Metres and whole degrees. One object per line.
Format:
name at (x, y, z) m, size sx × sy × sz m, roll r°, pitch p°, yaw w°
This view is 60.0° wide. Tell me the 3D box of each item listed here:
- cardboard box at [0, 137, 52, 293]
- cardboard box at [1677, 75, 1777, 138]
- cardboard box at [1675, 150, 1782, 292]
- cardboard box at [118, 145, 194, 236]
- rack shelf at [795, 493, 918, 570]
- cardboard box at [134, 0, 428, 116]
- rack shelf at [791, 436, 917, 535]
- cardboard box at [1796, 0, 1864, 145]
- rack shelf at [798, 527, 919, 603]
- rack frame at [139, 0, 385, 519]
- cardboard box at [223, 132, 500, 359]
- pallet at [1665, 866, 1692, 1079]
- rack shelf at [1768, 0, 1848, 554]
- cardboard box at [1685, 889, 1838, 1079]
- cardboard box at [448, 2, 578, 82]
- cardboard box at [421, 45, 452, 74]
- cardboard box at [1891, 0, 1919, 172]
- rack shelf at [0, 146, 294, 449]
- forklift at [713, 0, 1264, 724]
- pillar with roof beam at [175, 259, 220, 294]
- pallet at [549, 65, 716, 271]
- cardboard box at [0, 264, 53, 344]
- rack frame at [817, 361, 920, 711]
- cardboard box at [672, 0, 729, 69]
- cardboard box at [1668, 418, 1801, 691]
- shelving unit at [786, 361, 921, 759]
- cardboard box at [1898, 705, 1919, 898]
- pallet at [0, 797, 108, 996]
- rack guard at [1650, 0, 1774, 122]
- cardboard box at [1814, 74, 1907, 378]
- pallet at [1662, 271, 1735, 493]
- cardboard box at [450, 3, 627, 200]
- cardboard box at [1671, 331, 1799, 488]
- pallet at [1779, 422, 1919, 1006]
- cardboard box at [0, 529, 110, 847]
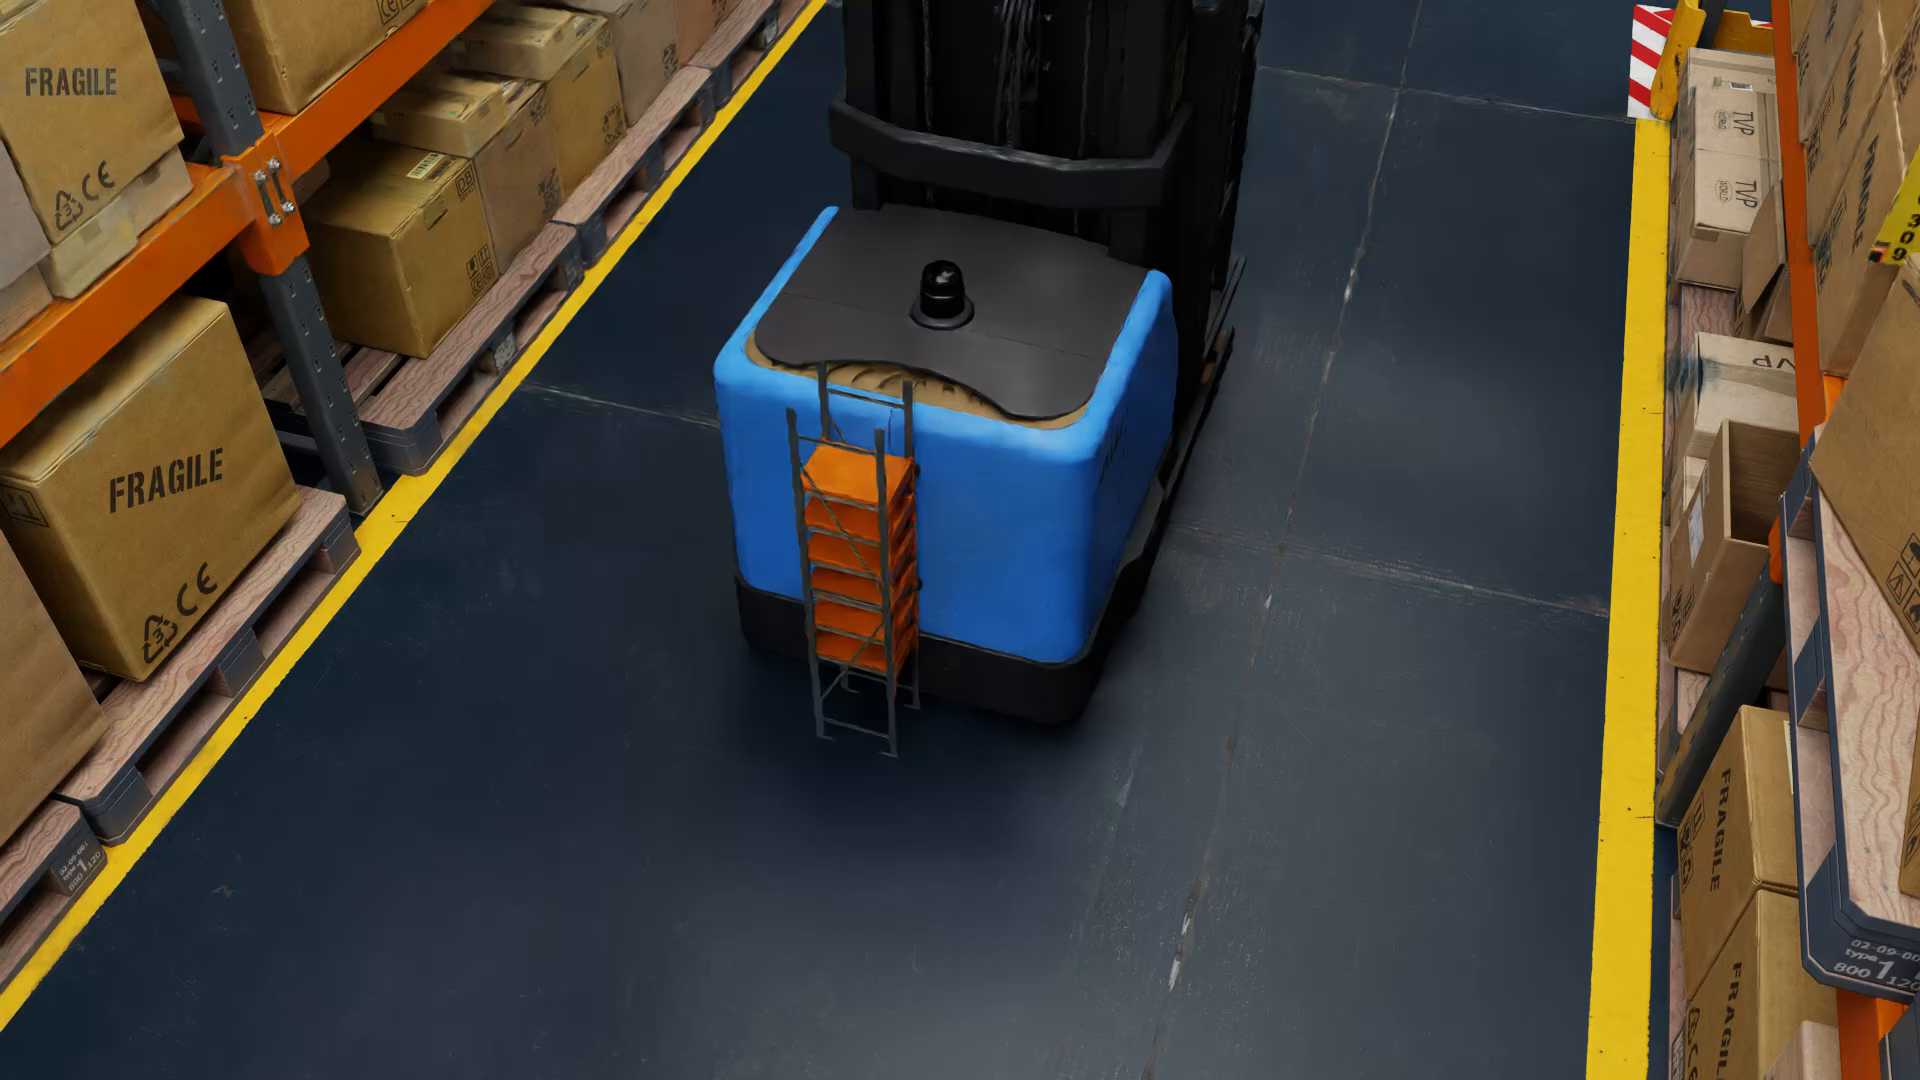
cardboard box at (-2.408, -0.733, 3.556) m, size 0.500 × 0.500 × 0.500 m, roll 13°, pitch 46°, yaw 13°
cardboard box at (3.040, -1.678, 6.531) m, size 0.380 × 0.166 × 0.250 m, roll 13°, pitch 46°, yaw 13°
cardboard box at (2.832, -1.112, 5.893) m, size 0.500 × 0.250 × 0.500 m, roll 13°, pitch 46°, yaw 13°
cardboard box at (-2.196, -0.919, 4.210) m, size 0.380 × 0.149 × 0.250 m, roll 13°, pitch 46°, yaw 13°
rack shelf at (-0.258, -0.050, 4.164) m, size 0.258 × 0.103 × 0.180 m, roll 14°, pitch 46°, yaw 14°
cardboard box at (-2.183, -1.752, 4.682) m, size 0.980 × 0.700 × 0.700 m, roll 13°, pitch 46°, yaw 13°
rack shelf at (-0.258, -0.136, 4.080) m, size 0.258 × 0.103 × 0.180 m, roll 14°, pitch 46°, yaw 14°
cardboard box at (2.574, -1.350, 4.414) m, size 0.500 × 0.500 × 0.500 m, roll 14°, pitch 46°, yaw 13°
rack shelf at (-0.258, 0.036, 4.247) m, size 0.258 × 0.103 × 0.180 m, roll 14°, pitch 46°, yaw 14°
rack frame at (-2.363, -1.287, 4.420) m, size 1.000 × 3.000 × 0.127 m, roll 13°, pitch 46°, yaw 13°
cardboard box at (-2.039, -1.020, 5.635) m, size 0.700 × 0.500 × 0.500 m, roll 13°, pitch 46°, yaw 13°
pallet at (2.149, 1.307, 3.764) m, size 1.003 × 0.211 × 1.213 m, roll 13°, pitch 46°, yaw 13°
rack shelf at (2.965, -1.316, 4.965) m, size 1.077 × 0.370 × 4.000 m, roll 13°, pitch 46°, yaw 13°
cardboard box at (1.829, 1.125, 3.429) m, size 0.500 × 0.500 × 0.500 m, roll 13°, pitch 46°, yaw 13°
cardboard box at (-1.604, -1.790, 5.958) m, size 0.380 × 0.149 × 0.250 m, roll 11°, pitch 46°, yaw 11°
cardboard box at (-2.035, -1.725, 5.891) m, size 0.380 × 0.149 × 0.250 m, roll 11°, pitch 45°, yaw 11°
cardboard box at (2.265, -1.025, 3.367) m, size 0.500 × 0.500 × 0.500 m, roll 13°, pitch 46°, yaw 13°
rack shelf at (-2.969, 0.303, 3.310) m, size 1.077 × 0.370 × 4.000 m, roll 13°, pitch 46°, yaw 13°
forklift at (0.322, -1.584, 4.773) m, size 1.130 × 2.935 × 3.031 m, roll 14°, pitch 46°, yaw 14°
pillar with roof beam at (1.127, -3.169, 2.055) m, size 9.100 × 9.000 × 0.400 m, roll 13°, pitch 46°, yaw 13°
pallet at (-1.691, -1.596, 6.731) m, size 1.003 × 0.211 × 1.213 m, roll 13°, pitch 46°, yaw 12°
cardboard box at (-2.371, -0.583, 3.866) m, size 0.380 × 0.149 × 0.250 m, roll 14°, pitch 46°, yaw 14°
rack frame at (-0.228, 0.029, 4.362) m, size 0.240 × 1.200 × 0.006 m, roll 14°, pitch 46°, yaw 14°
cardboard box at (-1.420, -2.389, 7.033) m, size 0.700 × 0.500 × 0.500 m, roll 12°, pitch 46°, yaw 12°
cardboard box at (2.261, 0.056, 4.521) m, size 0.500 × 0.500 × 0.500 m, roll 13°, pitch 46°, yaw 13°
shelving unit at (-0.258, 0.090, 4.300) m, size 0.258 × 1.200 × 0.189 m, roll 14°, pitch 46°, yaw 14°
cardboard box at (1.855, 0.314, 2.413) m, size 0.700 × 0.500 × 0.500 m, roll 19°, pitch 48°, yaw 19°
pallet at (-2.893, 1.056, 4.020) m, size 1.003 × 0.211 × 1.213 m, roll 13°, pitch 46°, yaw 13°
rack guard at (3.547, -1.962, 6.898) m, size 1.175 × 0.500 × 0.348 m, roll 13°, pitch 46°, yaw 13°
cardboard box at (2.266, -0.664, 3.712) m, size 0.500 × 0.500 × 0.500 m, roll 13°, pitch 46°, yaw 13°
pallet at (2.936, -0.517, 5.627) m, size 1.003 × 0.211 × 1.213 m, roll 13°, pitch 46°, yaw 13°
cardboard box at (-1.726, -1.696, 6.326) m, size 0.700 × 0.500 × 0.500 m, roll 14°, pitch 46°, yaw 13°
cardboard box at (2.488, -0.376, 5.098) m, size 0.500 × 0.311 × 0.500 m, roll 13°, pitch 46°, yaw 13°
pallet at (2.013, 0.338, 2.897) m, size 1.003 × 0.211 × 1.213 m, roll 13°, pitch 46°, yaw 13°
cardboard box at (-2.703, 0.385, 3.948) m, size 0.750 × 0.750 × 0.750 m, roll 14°, pitch 46°, yaw 14°
